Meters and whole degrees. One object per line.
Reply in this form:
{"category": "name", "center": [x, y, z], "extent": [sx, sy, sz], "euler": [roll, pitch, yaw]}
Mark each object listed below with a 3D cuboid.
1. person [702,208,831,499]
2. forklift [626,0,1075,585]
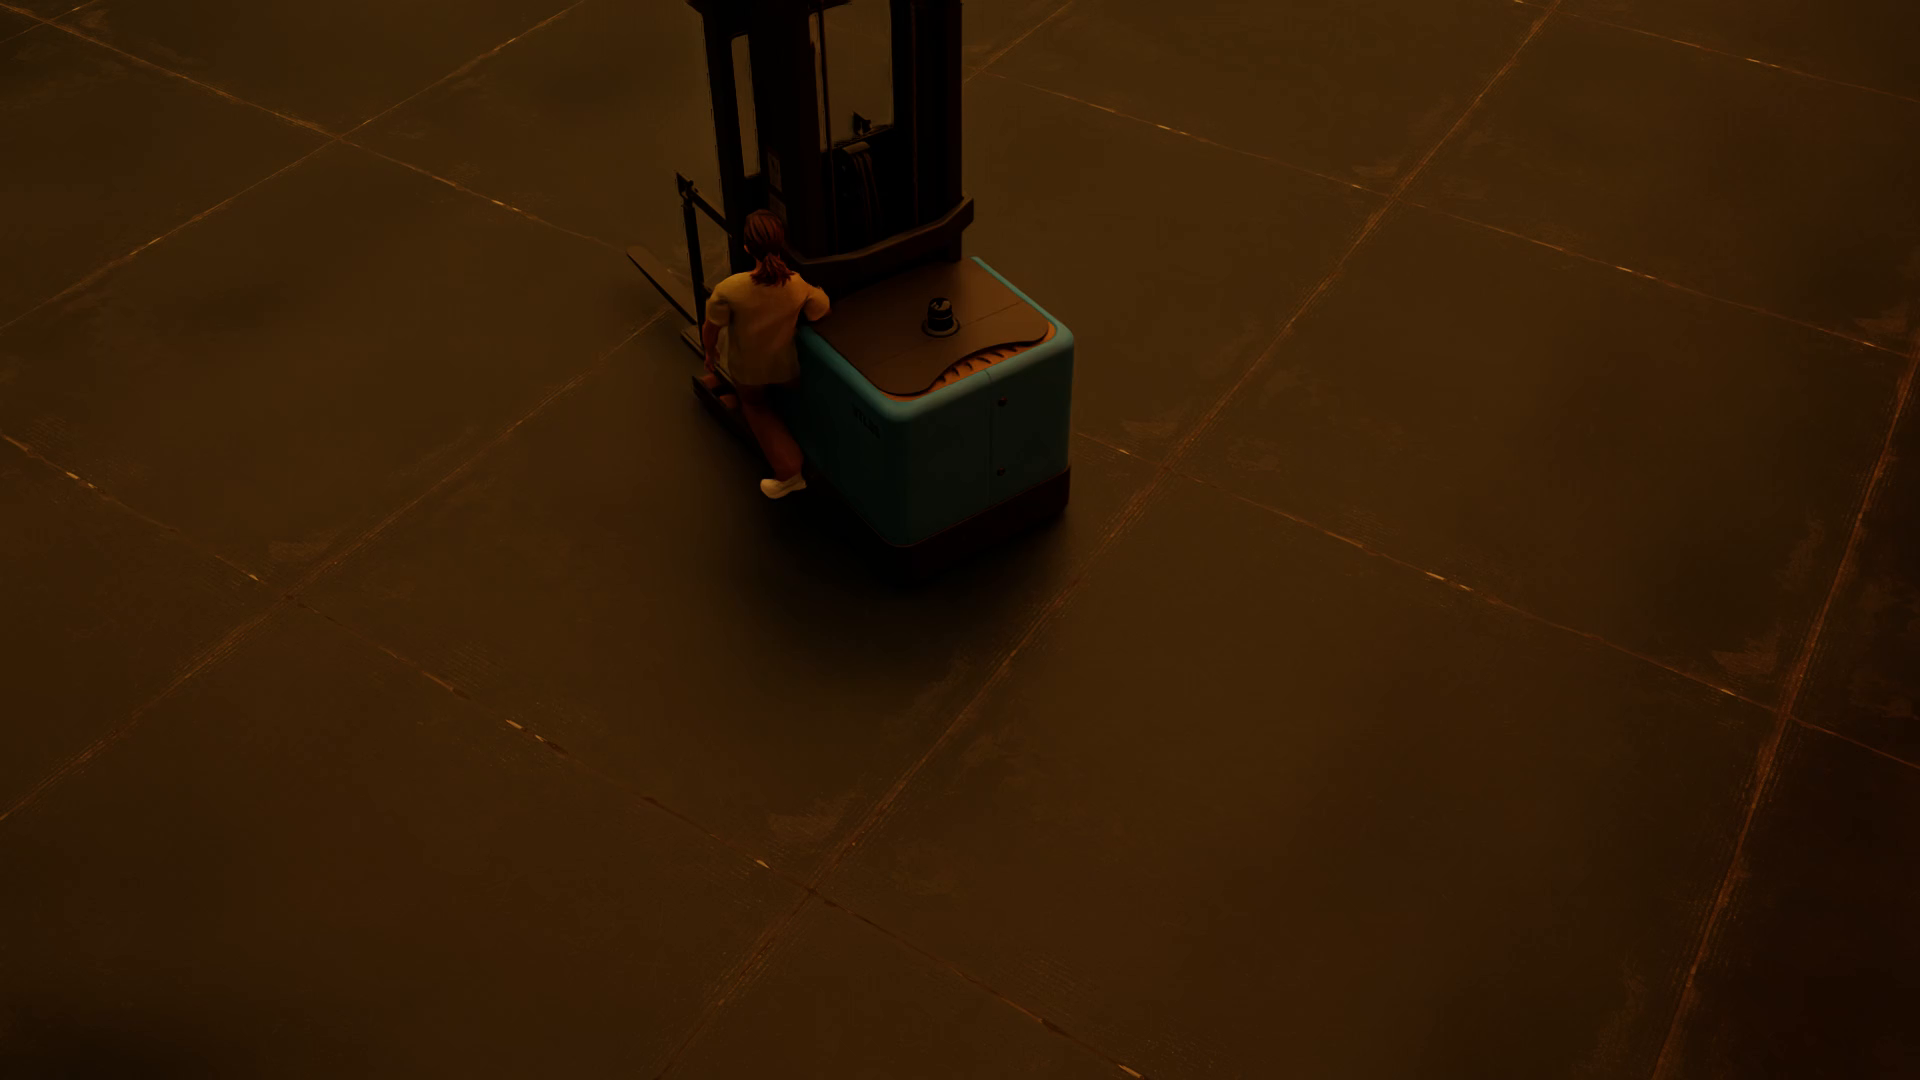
{"category": "person", "center": [-0.842, -0.925, 7.722], "extent": [0.695, 1.591, 0.706], "euler": [-5, 44, -5]}
{"category": "forklift", "center": [-0.735, -1.833, 7.782], "extent": [1.130, 2.935, 3.031], "euler": [-26, 49, -25]}
